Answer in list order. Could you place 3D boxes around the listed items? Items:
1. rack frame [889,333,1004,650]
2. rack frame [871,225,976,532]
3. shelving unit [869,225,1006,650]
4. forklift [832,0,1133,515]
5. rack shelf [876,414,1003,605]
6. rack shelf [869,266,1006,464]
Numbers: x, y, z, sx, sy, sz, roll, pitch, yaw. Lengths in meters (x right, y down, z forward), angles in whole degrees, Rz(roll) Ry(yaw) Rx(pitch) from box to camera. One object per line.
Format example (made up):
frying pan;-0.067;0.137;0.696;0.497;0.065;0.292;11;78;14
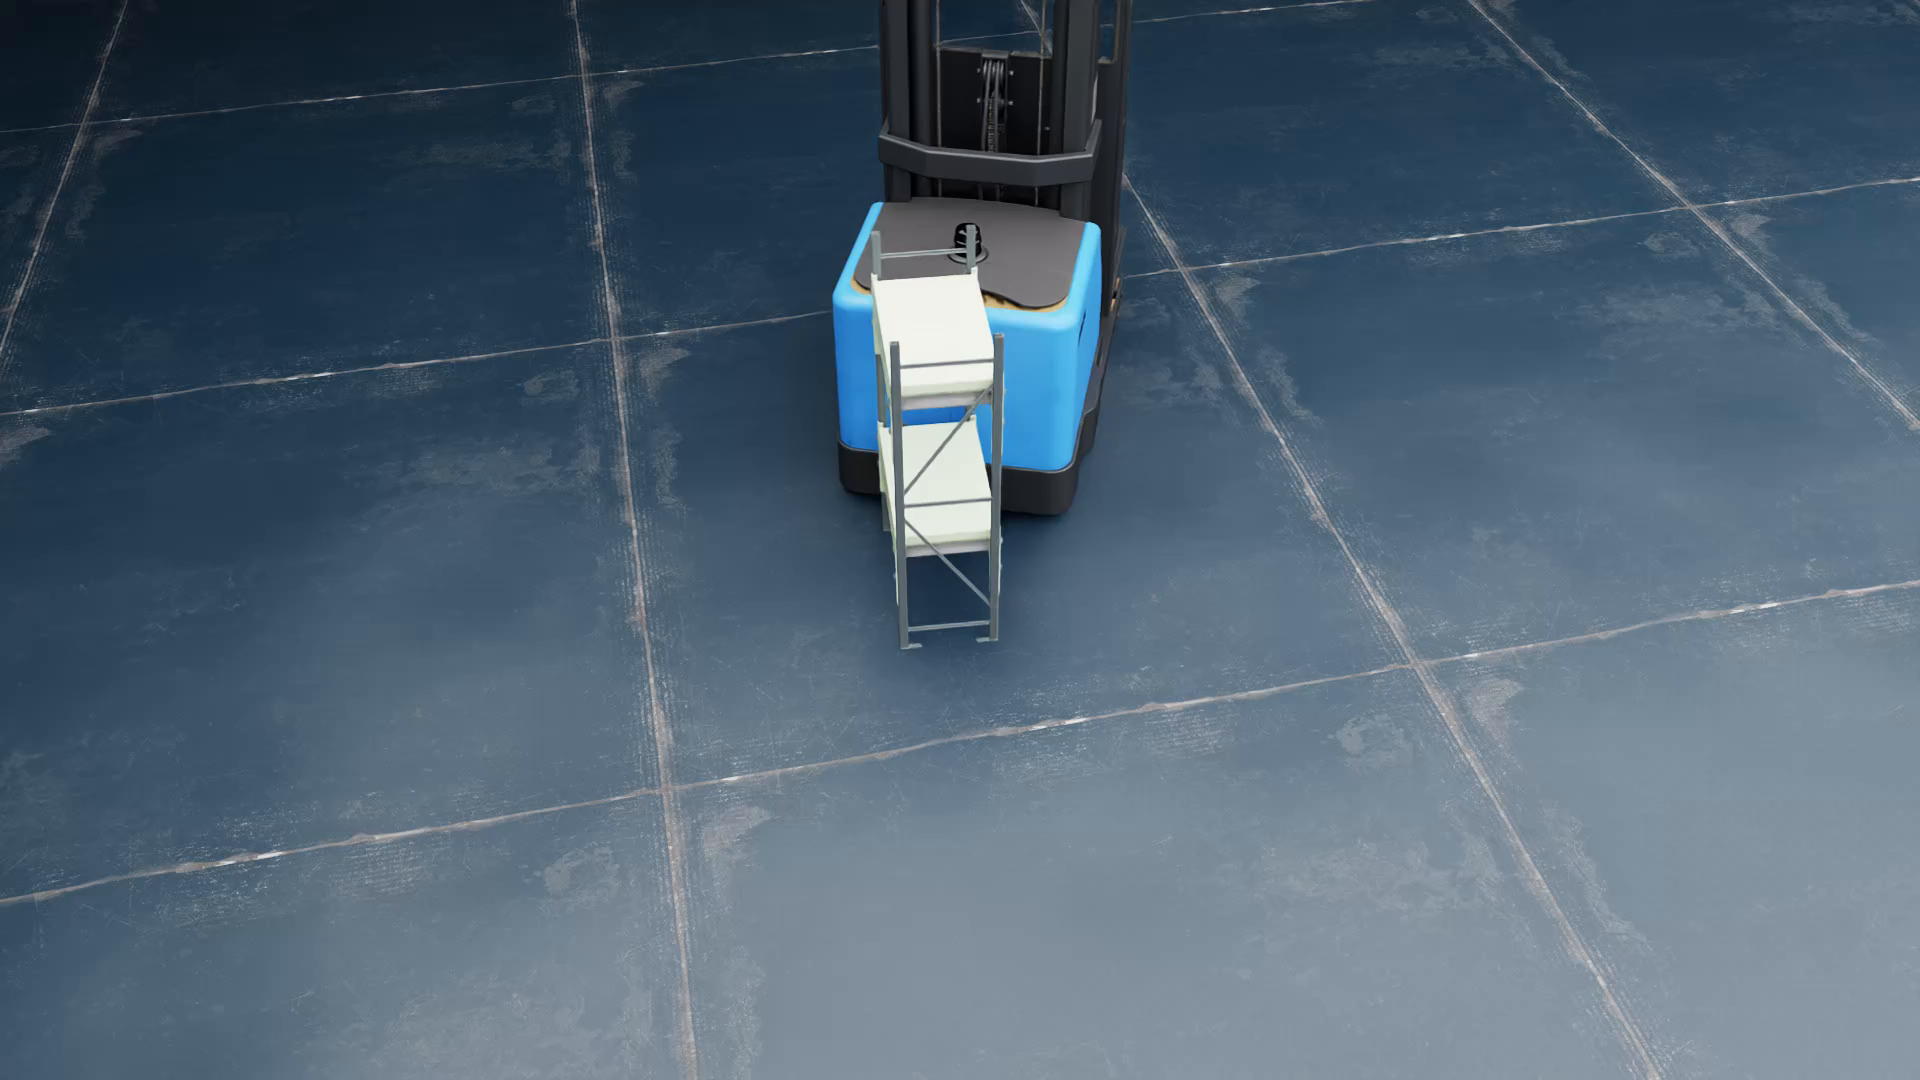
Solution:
rack frame;-0.045;-0.137;6.275;0.400;1.500;0.023;-5;42;-6
rack frame;-0.140;-0.619;6.818;0.400;1.500;0.023;-5;42;-6
shelving unit;-0.092;-0.378;6.546;0.431;1.500;0.755;-5;42;-6
forklift;0.237;-2.190;7.509;1.130;2.935;3.031;7;42;8
rack shelf;-0.092;-0.134;6.763;0.431;0.370;0.720;-5;42;-6
rack shelf;-0.092;-0.670;6.287;0.431;0.370;0.720;-5;42;-6
